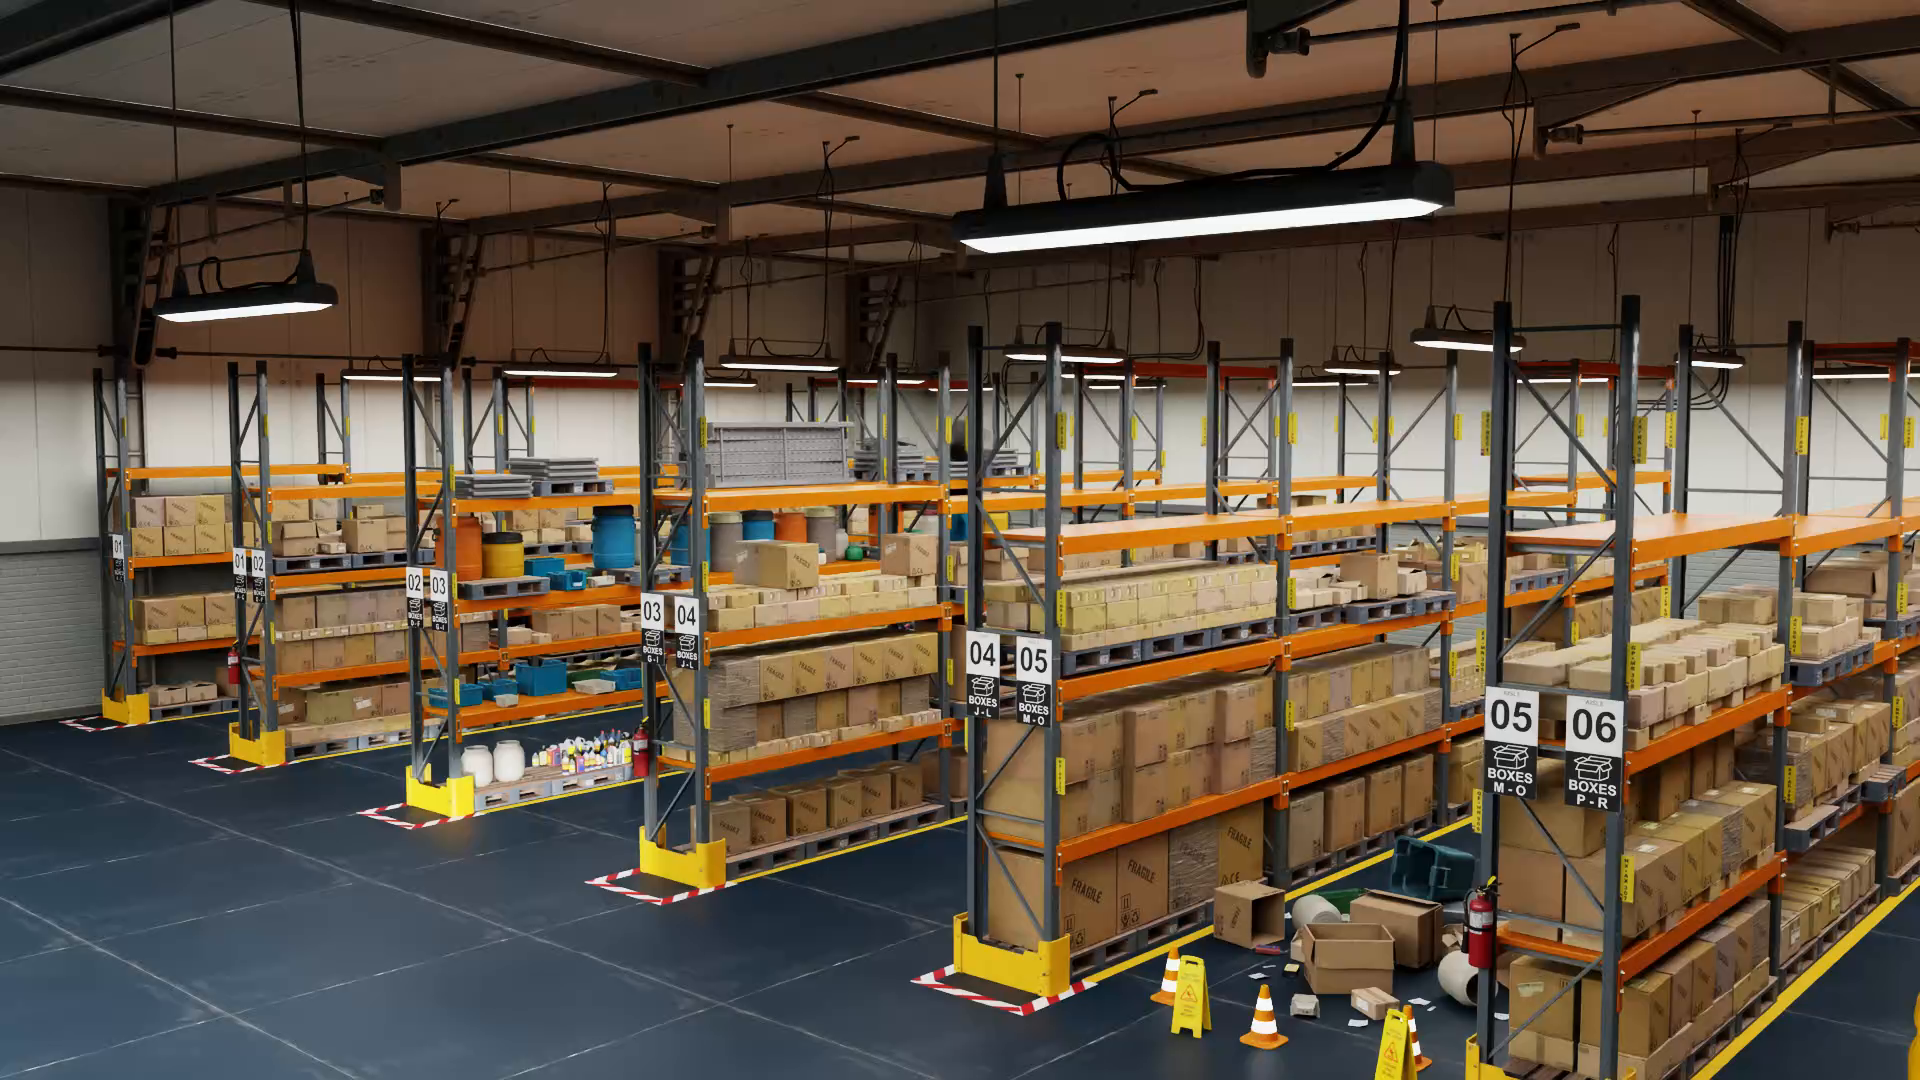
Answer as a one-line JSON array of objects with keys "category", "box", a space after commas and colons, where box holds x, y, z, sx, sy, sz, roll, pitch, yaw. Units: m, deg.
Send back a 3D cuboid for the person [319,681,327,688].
[{"category": "person", "box": [-10.747, 2.277, 28.227, 0.562, 1.642, 0.953, 1, 4, 17]}]
